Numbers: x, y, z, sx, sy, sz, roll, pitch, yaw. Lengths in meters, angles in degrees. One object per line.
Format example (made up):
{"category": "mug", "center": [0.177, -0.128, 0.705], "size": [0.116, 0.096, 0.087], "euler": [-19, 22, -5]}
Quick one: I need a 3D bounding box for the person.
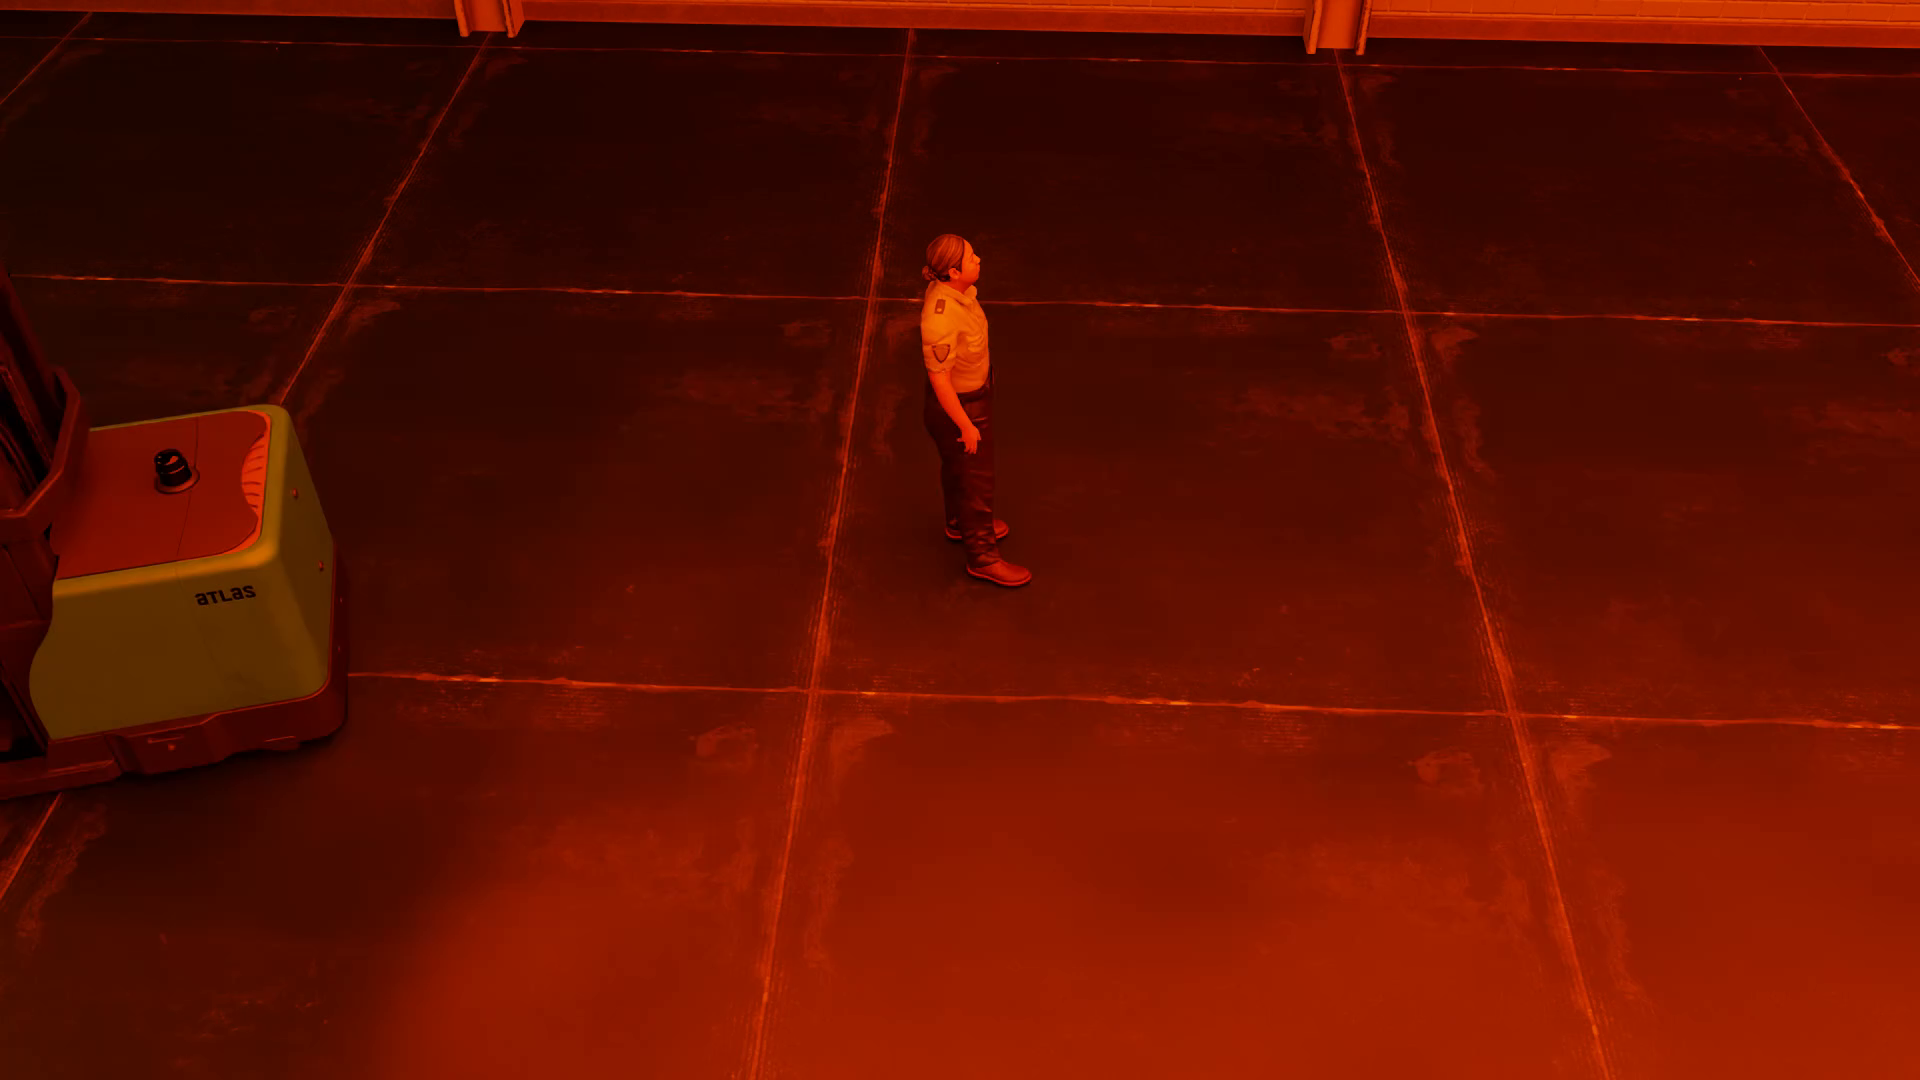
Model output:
{"category": "person", "center": [0.089, -0.595, 7.336], "size": [0.502, 1.651, 0.598], "euler": [2, 42, 2]}

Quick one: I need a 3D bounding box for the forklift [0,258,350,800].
{"category": "forklift", "center": [-4.160, -0.321, 6.094], "size": [3.031, 2.935, 1.130], "euler": [-9, 43, -10]}
